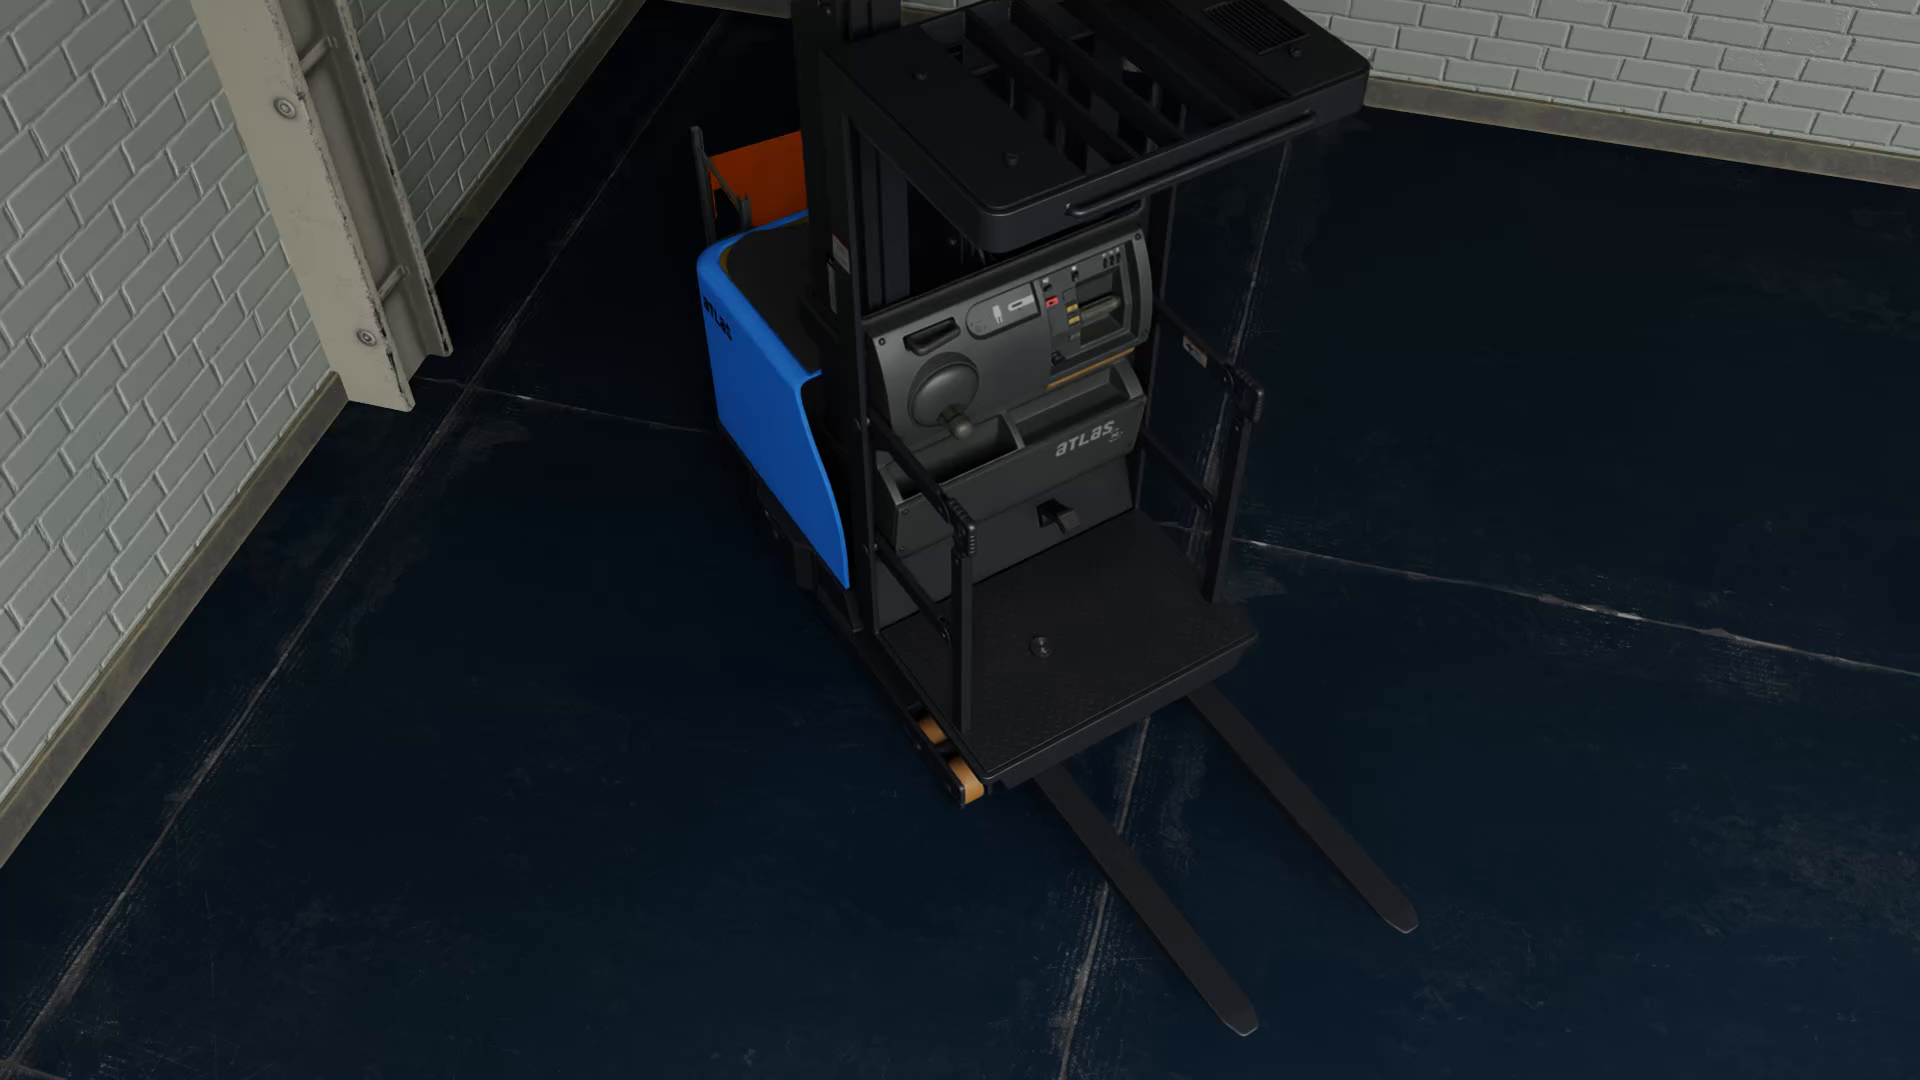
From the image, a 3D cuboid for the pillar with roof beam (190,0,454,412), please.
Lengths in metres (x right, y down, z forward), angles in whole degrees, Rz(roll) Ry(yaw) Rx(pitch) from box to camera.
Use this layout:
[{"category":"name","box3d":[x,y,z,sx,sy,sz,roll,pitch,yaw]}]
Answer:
[{"category":"pillar with roof beam","box3d":[1.837,-2.818,2.735,9.100,9.000,0.400,12,50,10]}]

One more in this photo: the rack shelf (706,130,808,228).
[{"category":"rack shelf","box3d":[-0.409,-1.346,6.297,1.000,0.278,0.538,-21,52,-18]}]

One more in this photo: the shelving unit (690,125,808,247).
[{"category":"shelving unit","box3d":[-0.409,-1.152,6.517,1.048,1.125,0.538,-21,52,-18]}]

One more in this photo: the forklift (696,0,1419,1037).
[{"category":"forklift","box3d":[0.283,-0.509,4.745,1.130,2.935,3.031,-25,53,-21]}]

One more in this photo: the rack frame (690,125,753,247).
[{"category":"rack frame","box3d":[-0.861,-0.977,6.362,0.032,1.125,0.500,-21,52,-18]}]
